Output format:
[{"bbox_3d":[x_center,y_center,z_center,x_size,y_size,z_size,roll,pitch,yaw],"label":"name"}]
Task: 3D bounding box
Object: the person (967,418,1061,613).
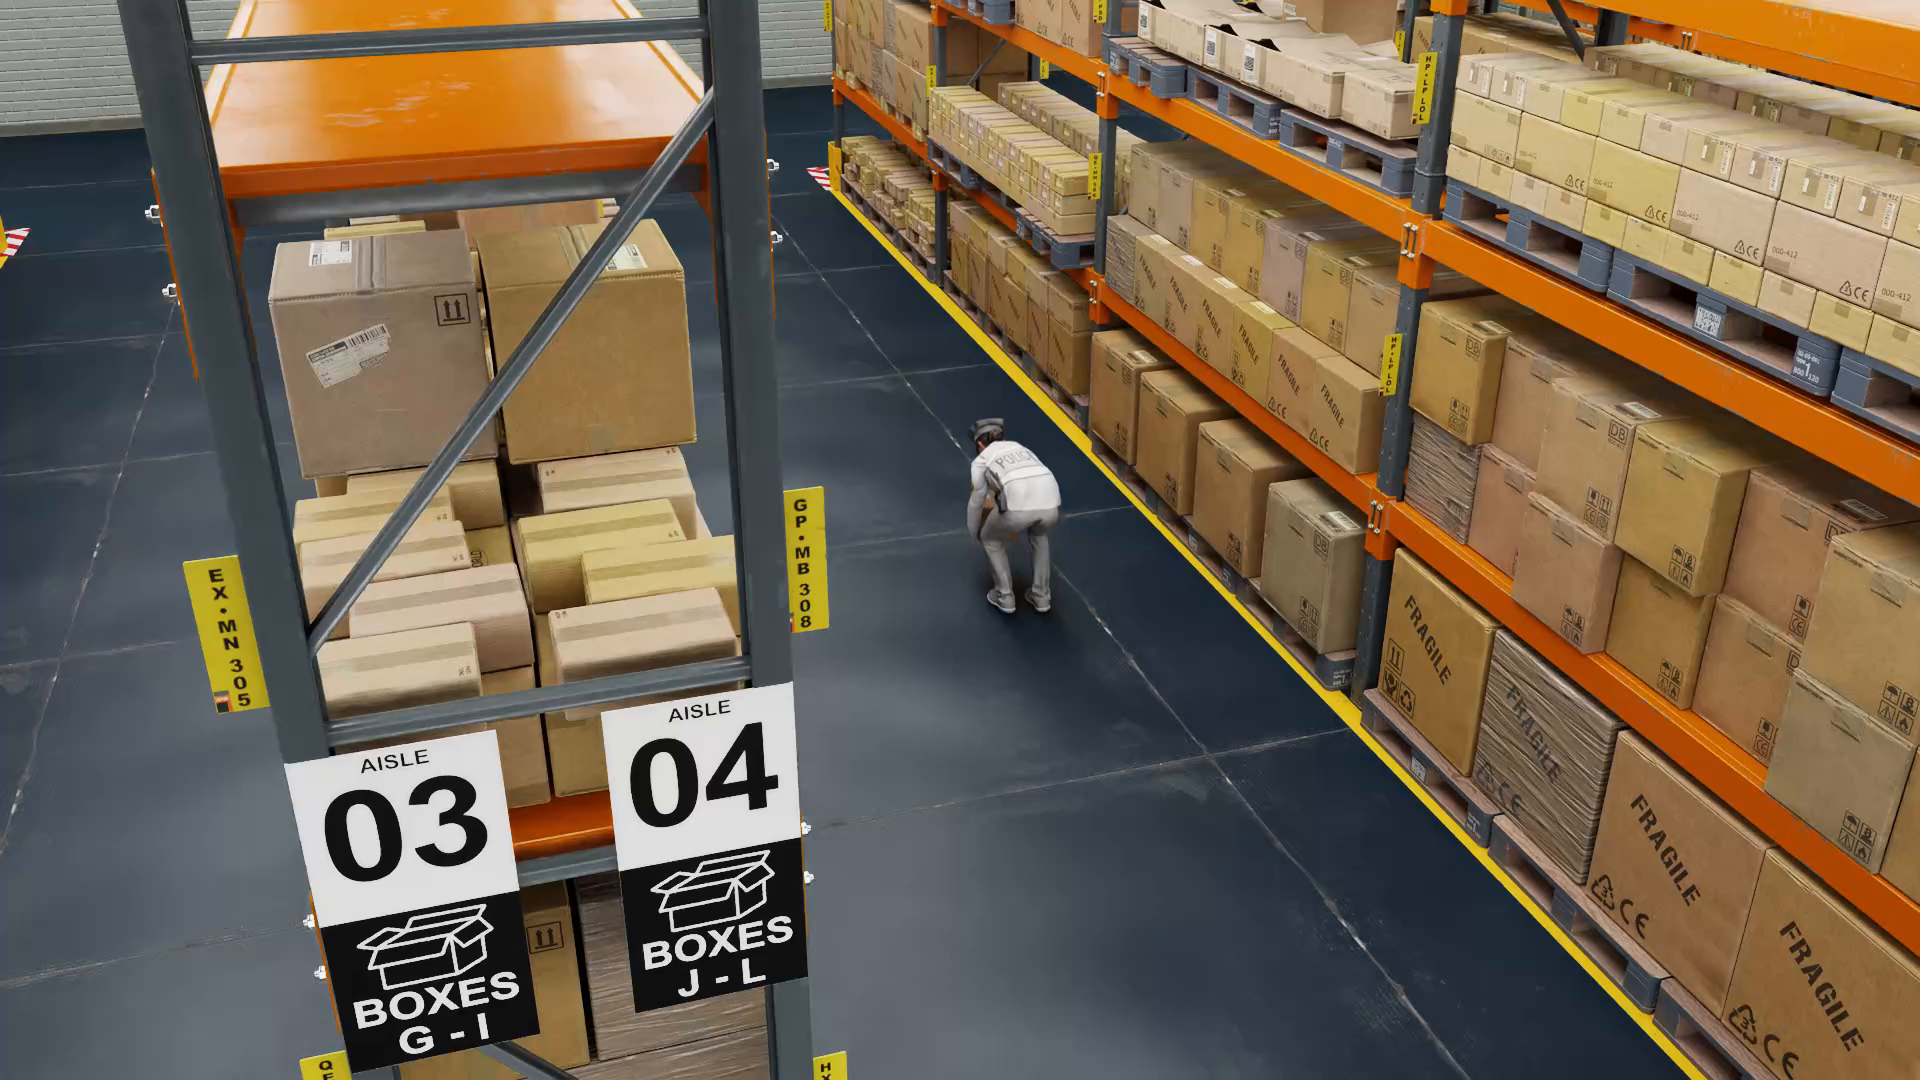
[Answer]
[{"bbox_3d":[0.311,-0.147,10.294,0.445,1.086,0.919,-10,28,-19],"label":"person"}]
